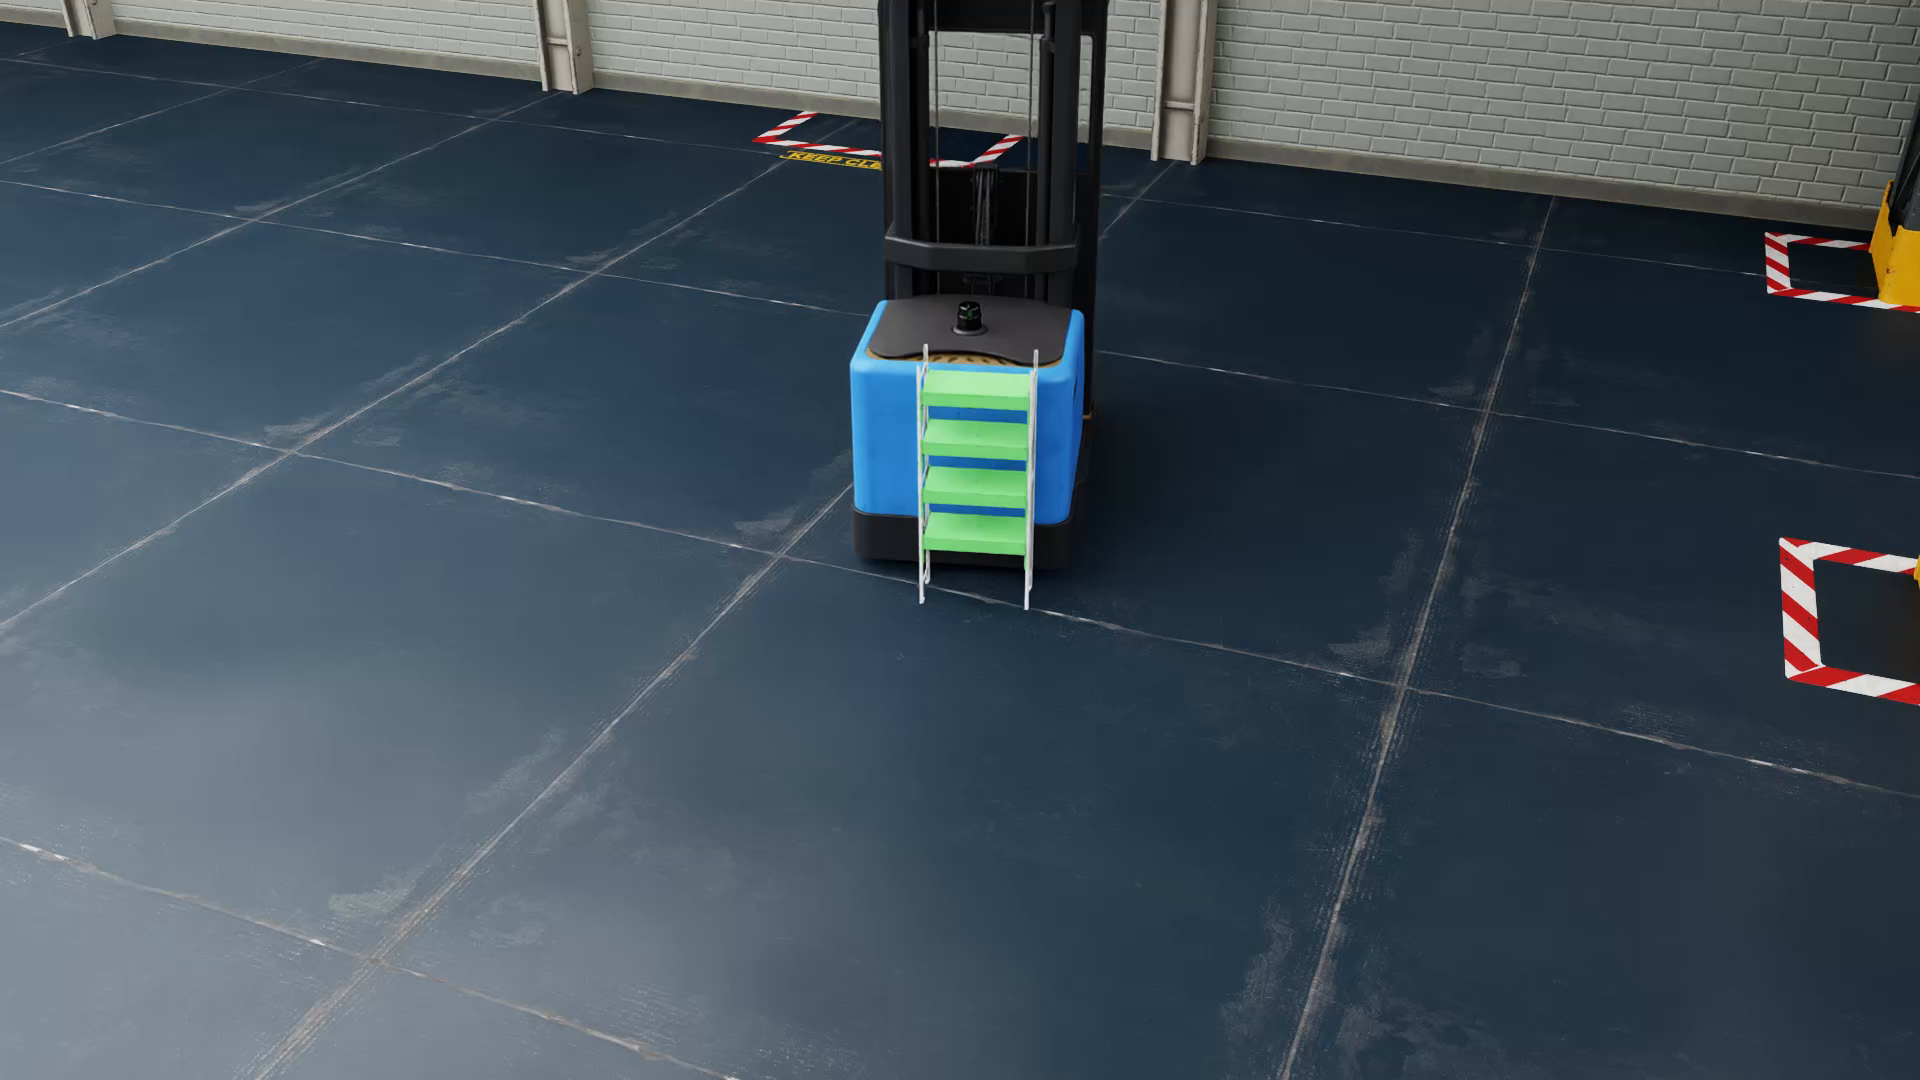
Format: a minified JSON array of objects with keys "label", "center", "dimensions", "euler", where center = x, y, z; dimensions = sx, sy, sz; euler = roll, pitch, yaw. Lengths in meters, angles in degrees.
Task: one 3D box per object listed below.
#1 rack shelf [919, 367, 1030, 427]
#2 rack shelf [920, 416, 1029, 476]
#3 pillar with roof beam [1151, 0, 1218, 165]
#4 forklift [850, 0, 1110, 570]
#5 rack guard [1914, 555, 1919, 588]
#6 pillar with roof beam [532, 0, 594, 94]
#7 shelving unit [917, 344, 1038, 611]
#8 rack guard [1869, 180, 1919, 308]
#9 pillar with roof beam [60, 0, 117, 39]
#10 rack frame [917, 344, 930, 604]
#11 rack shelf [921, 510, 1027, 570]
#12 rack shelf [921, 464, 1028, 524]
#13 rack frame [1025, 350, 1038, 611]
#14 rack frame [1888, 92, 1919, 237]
[{"label":"rack shelf","center":[0.077,-0.630,7.299],"dimensions":[0.480,0.148,0.258],"euler":[3,30,6]},{"label":"rack shelf","center":[0.077,-0.421,7.417],"dimensions":[0.480,0.148,0.258],"euler":[3,30,6]},{"label":"pillar with roof beam","center":[0.210,-5.155,8.225],"dimensions":[0.400,9.000,9.100],"euler":[11,31,19]},{"label":"forklift","center":[0.187,-1.837,8.522],"dimensions":[1.130,2.935,3.031],"euler":[4,30,6]},{"label":"rack guard","center":[4.533,0.212,7.367],"dimensions":[0.348,0.500,1.175],"euler":[11,31,19]},{"label":"pillar with roof beam","center":[-5.350,-6.265,10.189],"dimensions":[0.400,9.000,9.100],"euler":[11,31,19]},{"label":"shelving unit","center":[0.077,-0.268,7.504],"dimensions":[0.503,1.200,0.258],"euler":[3,30,6]},{"label":"rack guard","center":[6.485,-2.029,11.332],"dimensions":[0.348,0.500,1.175],"euler":[11,31,19]},{"label":"pillar with roof beam","center":[-10.909,-7.375,12.153],"dimensions":[0.400,9.000,9.100],"euler":[11,31,19]},{"label":"rack frame","center":[-0.165,-0.282,7.529],"dimensions":[0.015,1.200,0.240],"euler":[3,30,6]},{"label":"rack shelf","center":[0.077,-0.003,7.653],"dimensions":[0.480,0.148,0.258],"euler":[3,30,6]},{"label":"rack shelf","center":[0.077,-0.212,7.535],"dimensions":[0.480,0.148,0.258],"euler":[3,30,6]},{"label":"rack frame","center":[0.320,-0.253,7.479],"dimensions":[0.015,1.200,0.240],"euler":[3,30,6]},{"label":"rack frame","center":[6.415,-3.131,10.742],"dimensions":[0.127,3.000,1.000],"euler":[11,31,19]}]
